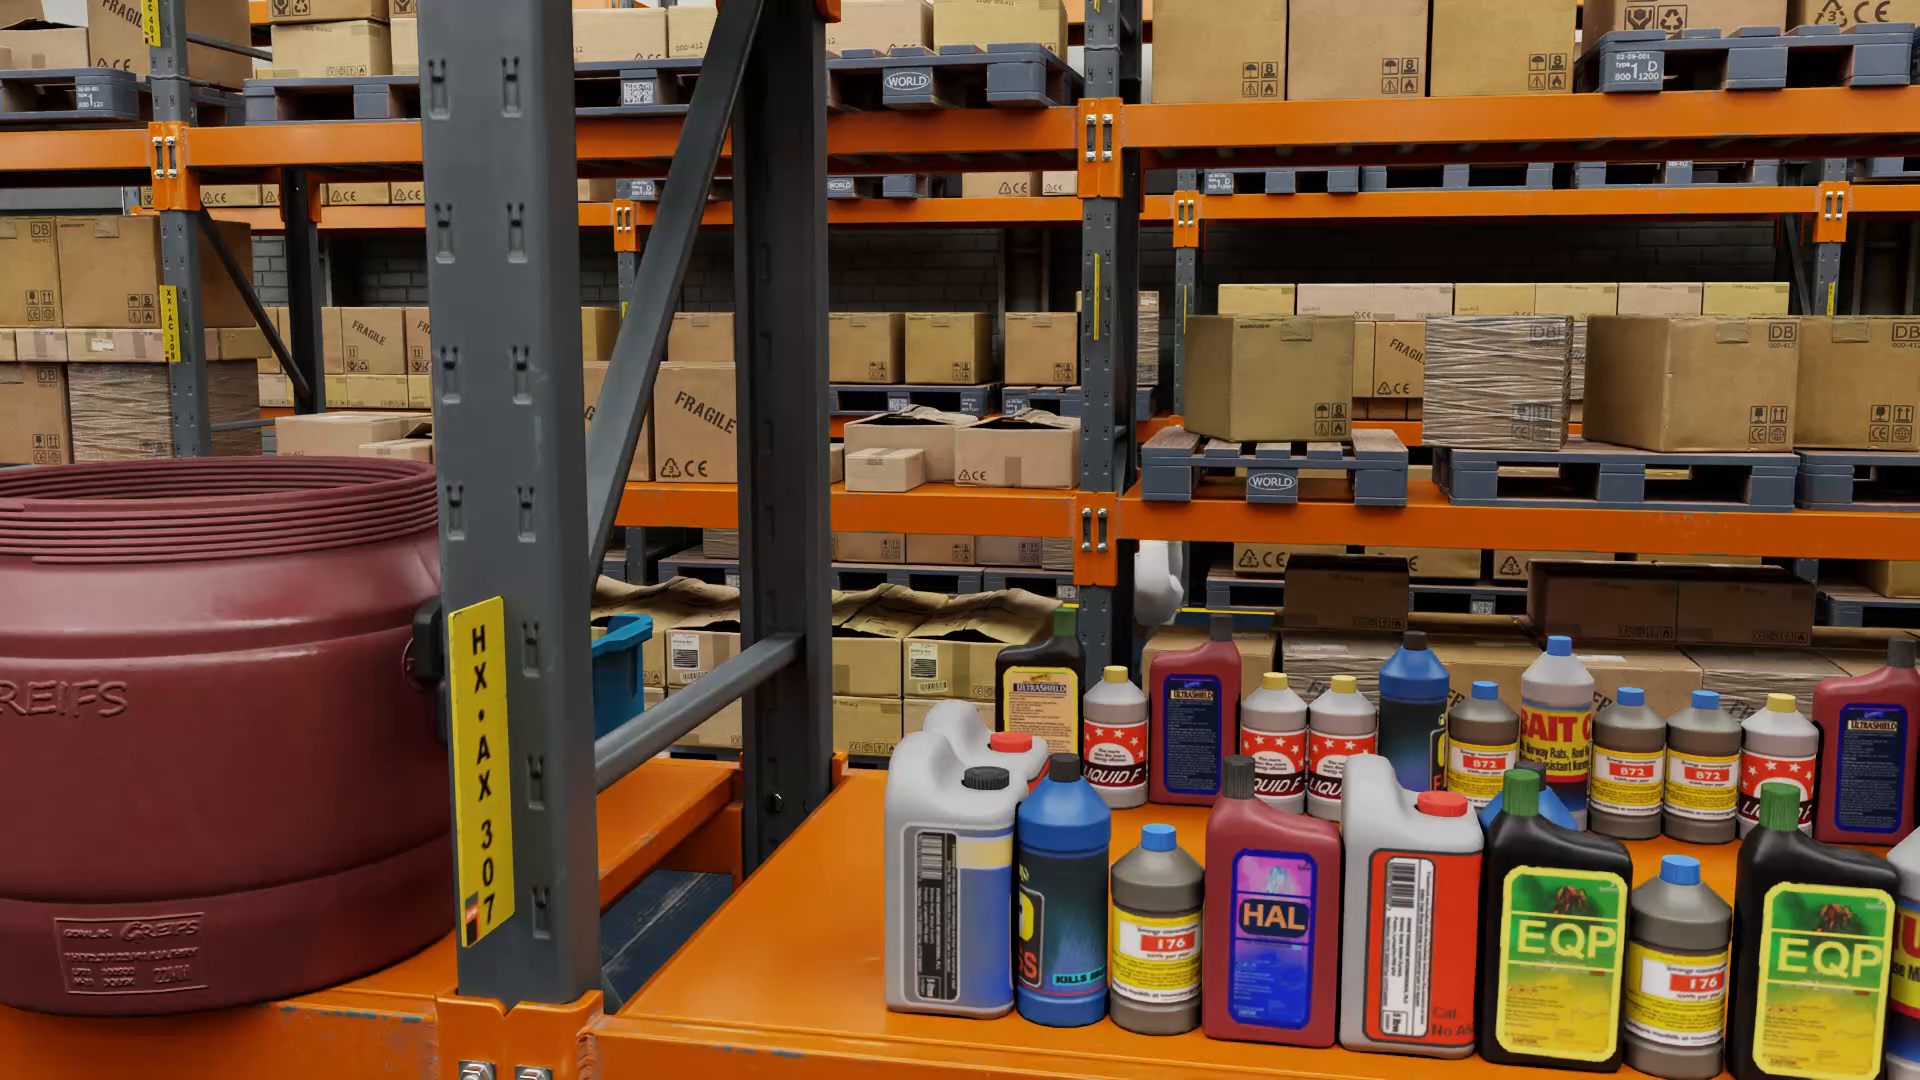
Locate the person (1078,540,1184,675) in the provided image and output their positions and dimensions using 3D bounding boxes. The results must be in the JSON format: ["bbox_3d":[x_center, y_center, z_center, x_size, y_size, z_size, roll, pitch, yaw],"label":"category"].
[{"bbox_3d":[0.917,0.229,9.089,0.619,1.129,0.851,2,8,11],"label":"person"}]
